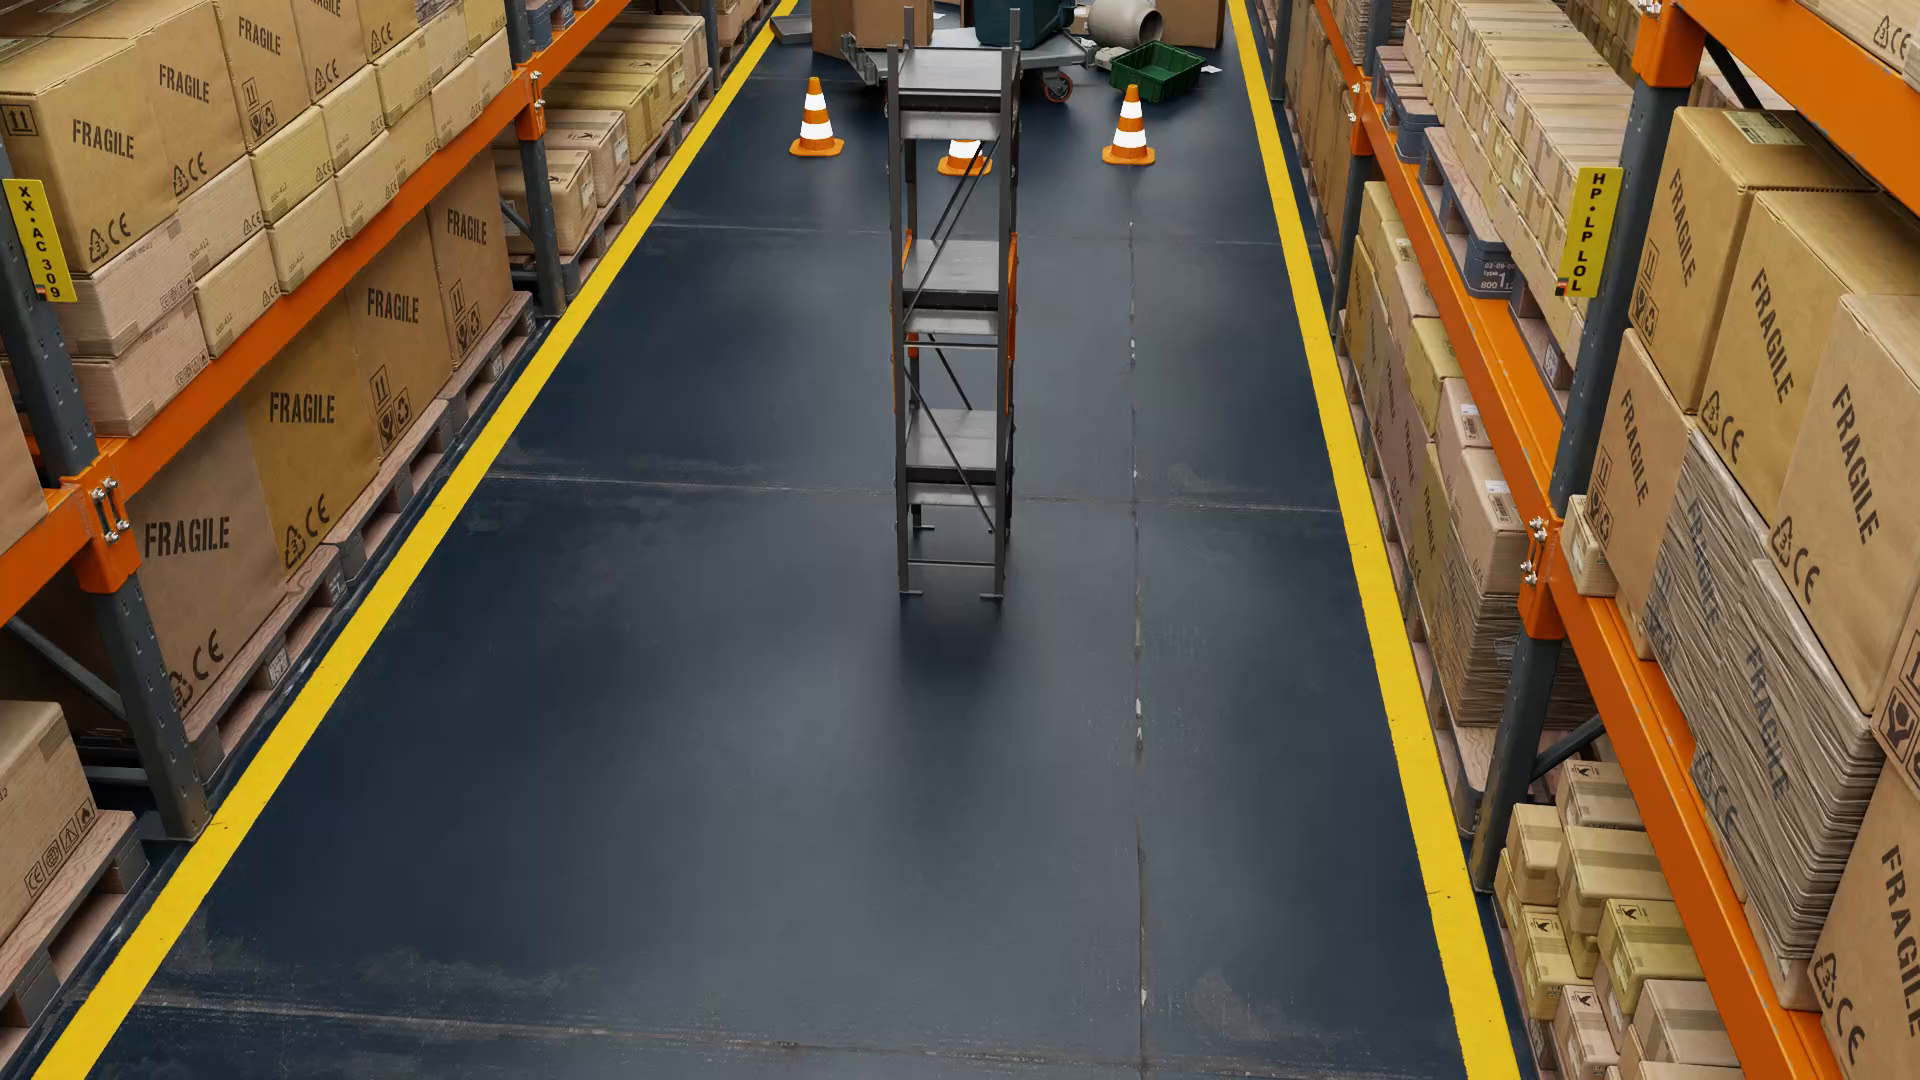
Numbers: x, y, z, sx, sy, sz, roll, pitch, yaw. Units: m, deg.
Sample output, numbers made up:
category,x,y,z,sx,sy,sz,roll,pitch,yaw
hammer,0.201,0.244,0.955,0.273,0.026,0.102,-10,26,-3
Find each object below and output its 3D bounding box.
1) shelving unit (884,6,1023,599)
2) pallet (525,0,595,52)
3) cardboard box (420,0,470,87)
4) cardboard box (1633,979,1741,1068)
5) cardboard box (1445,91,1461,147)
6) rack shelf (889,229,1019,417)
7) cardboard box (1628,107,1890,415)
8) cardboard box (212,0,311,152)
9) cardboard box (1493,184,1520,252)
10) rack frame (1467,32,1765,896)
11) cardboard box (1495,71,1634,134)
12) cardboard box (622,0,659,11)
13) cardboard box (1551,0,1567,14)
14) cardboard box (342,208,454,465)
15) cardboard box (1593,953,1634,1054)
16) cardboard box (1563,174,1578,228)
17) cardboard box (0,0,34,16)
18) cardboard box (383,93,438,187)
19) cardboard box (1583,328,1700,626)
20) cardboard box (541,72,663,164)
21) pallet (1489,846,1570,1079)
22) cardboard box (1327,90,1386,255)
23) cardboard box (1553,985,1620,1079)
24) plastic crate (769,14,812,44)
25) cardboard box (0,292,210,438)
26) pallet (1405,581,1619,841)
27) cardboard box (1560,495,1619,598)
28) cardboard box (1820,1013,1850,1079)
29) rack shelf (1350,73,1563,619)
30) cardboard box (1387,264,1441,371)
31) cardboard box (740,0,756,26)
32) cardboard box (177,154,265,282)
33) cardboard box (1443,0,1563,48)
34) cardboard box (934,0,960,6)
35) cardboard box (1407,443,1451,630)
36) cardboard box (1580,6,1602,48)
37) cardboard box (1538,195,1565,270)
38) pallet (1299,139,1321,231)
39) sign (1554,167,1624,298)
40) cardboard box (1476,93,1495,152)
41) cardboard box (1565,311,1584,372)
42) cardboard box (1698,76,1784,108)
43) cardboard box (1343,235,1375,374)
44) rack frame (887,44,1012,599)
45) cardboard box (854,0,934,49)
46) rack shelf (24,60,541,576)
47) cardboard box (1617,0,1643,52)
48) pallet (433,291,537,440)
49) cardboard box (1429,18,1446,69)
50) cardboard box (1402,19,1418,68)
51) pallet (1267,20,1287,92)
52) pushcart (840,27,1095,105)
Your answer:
category,x,y,z,sx,sy,sz,roll,pitch,yaw
shelving unit,-0.013,-0.807,6.059,0.431,2.100,0.503,2,32,4
pallet,-2.608,-2.764,8.559,1.213,0.211,1.003,2,32,4
cardboard box,-2.385,-2.085,6.941,0.500,0.250,0.500,2,32,3
cardboard box,1.770,1.147,3.779,0.380,0.149,0.250,2,32,3
cardboard box,2.061,-1.595,6.318,0.380,0.149,0.250,3,32,6
rack shelf,-0.013,-0.796,6.066,0.431,0.518,0.480,2,32,4
cardboard box,1.776,-0.588,3.513,0.500,0.500,0.500,3,32,5
cardboard box,-2.506,-1.593,5.427,0.500,0.500,0.500,2,32,3
cardboard box,1.971,-1.049,5.433,0.380,0.149,0.250,1,32,2
rack frame,2.056,-0.219,4.246,1.000,3.000,0.127,2,32,4
cardboard box,2.001,-1.443,5.505,0.380,0.149,0.250,1,32,2
cardboard box,-2.454,-4.209,12.226,0.500,0.500,0.500,2,32,3
cardboard box,2.687,-2.576,7.976,0.500,0.500,0.500,3,32,5
cardboard box,-2.776,-0.919,7.007,0.875,0.875,0.875,3,32,5
cardboard box,1.792,1.131,4.090,0.380,0.149,0.250,2,32,4
cardboard box,1.915,-0.903,4.628,0.380,0.149,0.250,2,32,3
cardboard box,-3.065,-1.361,5.051,0.500,0.500,0.500,3,32,5
cardboard box,-2.426,-1.599,6.629,0.500,0.250,0.500,2,32,3
cardboard box,1.764,-0.140,3.739,0.500,0.500,0.500,2,32,3
cardboard box,-2.385,-2.606,10.225,0.950,0.372,0.625,3,32,6
pallet,2.036,1.321,4.405,1.003,0.211,1.213,2,32,4
cardboard box,2.521,-1.846,8.630,1.050,0.750,0.750,2,32,3
cardboard box,1.716,1.264,4.156,0.380,0.149,0.250,2,32,4
plastic crate,-1.290,-4.103,13.332,0.402,0.080,0.583,-8,33,-13
cardboard box,-2.587,-0.532,4.897,0.500,0.250,0.500,2,32,3
pallet,2.118,0.561,5.638,1.003,0.211,1.213,2,32,4
cardboard box,1.707,0.022,4.094,0.380,0.149,0.250,4,32,6
cardboard box,1.672,0.855,2.742,0.380,0.149,0.250,4,32,6
rack shelf,2.219,-0.958,6.131,1.077,0.370,4.000,2,32,4
cardboard box,1.990,-0.870,6.571,0.500,0.250,0.500,3,32,4
cardboard box,-1.885,-4.145,12.838,0.500,0.250,0.500,4,32,7
cardboard box,-2.555,-1.018,5.209,0.500,0.250,0.500,3,32,5
cardboard box,2.085,-1.995,6.400,0.380,0.149,0.250,1,32,2
cardboard box,-0.002,-4.667,14.181,0.380,0.149,0.250,20,37,29
cardboard box,1.907,0.001,5.872,0.500,0.500,0.500,2,32,3
cardboard box,2.775,-2.091,6.840,0.380,0.149,0.250,4,32,6
cardboard box,1.935,-0.901,4.909,0.380,0.149,0.250,4,32,6
pallet,2.623,-2.168,10.067,1.003,0.211,1.213,2,32,4
sign,1.502,-0.733,3.977,0.100,0.325,0.005,2,32,4
cardboard box,2.021,-1.450,5.799,0.380,0.149,0.250,4,32,6
cardboard box,1.891,-0.507,4.552,0.380,0.149,0.250,2,32,3
cardboard box,2.651,-1.406,5.445,0.380,0.149,0.250,4,32,6
cardboard box,2.070,-1.066,7.603,0.500,0.500,0.500,1,32,2
rack frame,-0.033,-0.680,5.852,0.400,2.100,0.015,2,32,4
cardboard box,-0.458,-3.758,11.650,0.500,0.500,0.500,2,32,4
rack shelf,-2.723,-1.117,6.389,1.077,0.370,4.000,2,32,4
cardboard box,2.736,-1.952,6.330,0.380,0.149,0.250,3,32,5
pallet,-2.700,-0.873,7.965,1.003,0.211,1.213,2,32,4
cardboard box,2.104,-1.983,6.664,0.380,0.149,0.250,2,32,2
cardboard box,2.144,-2.157,7.230,0.380,0.149,0.250,2,32,3
pallet,2.847,-3.609,12.405,1.003,0.211,1.213,2,32,4
pushcart,0.042,-3.373,11.863,1.648,0.377,0.936,-8,33,-13
